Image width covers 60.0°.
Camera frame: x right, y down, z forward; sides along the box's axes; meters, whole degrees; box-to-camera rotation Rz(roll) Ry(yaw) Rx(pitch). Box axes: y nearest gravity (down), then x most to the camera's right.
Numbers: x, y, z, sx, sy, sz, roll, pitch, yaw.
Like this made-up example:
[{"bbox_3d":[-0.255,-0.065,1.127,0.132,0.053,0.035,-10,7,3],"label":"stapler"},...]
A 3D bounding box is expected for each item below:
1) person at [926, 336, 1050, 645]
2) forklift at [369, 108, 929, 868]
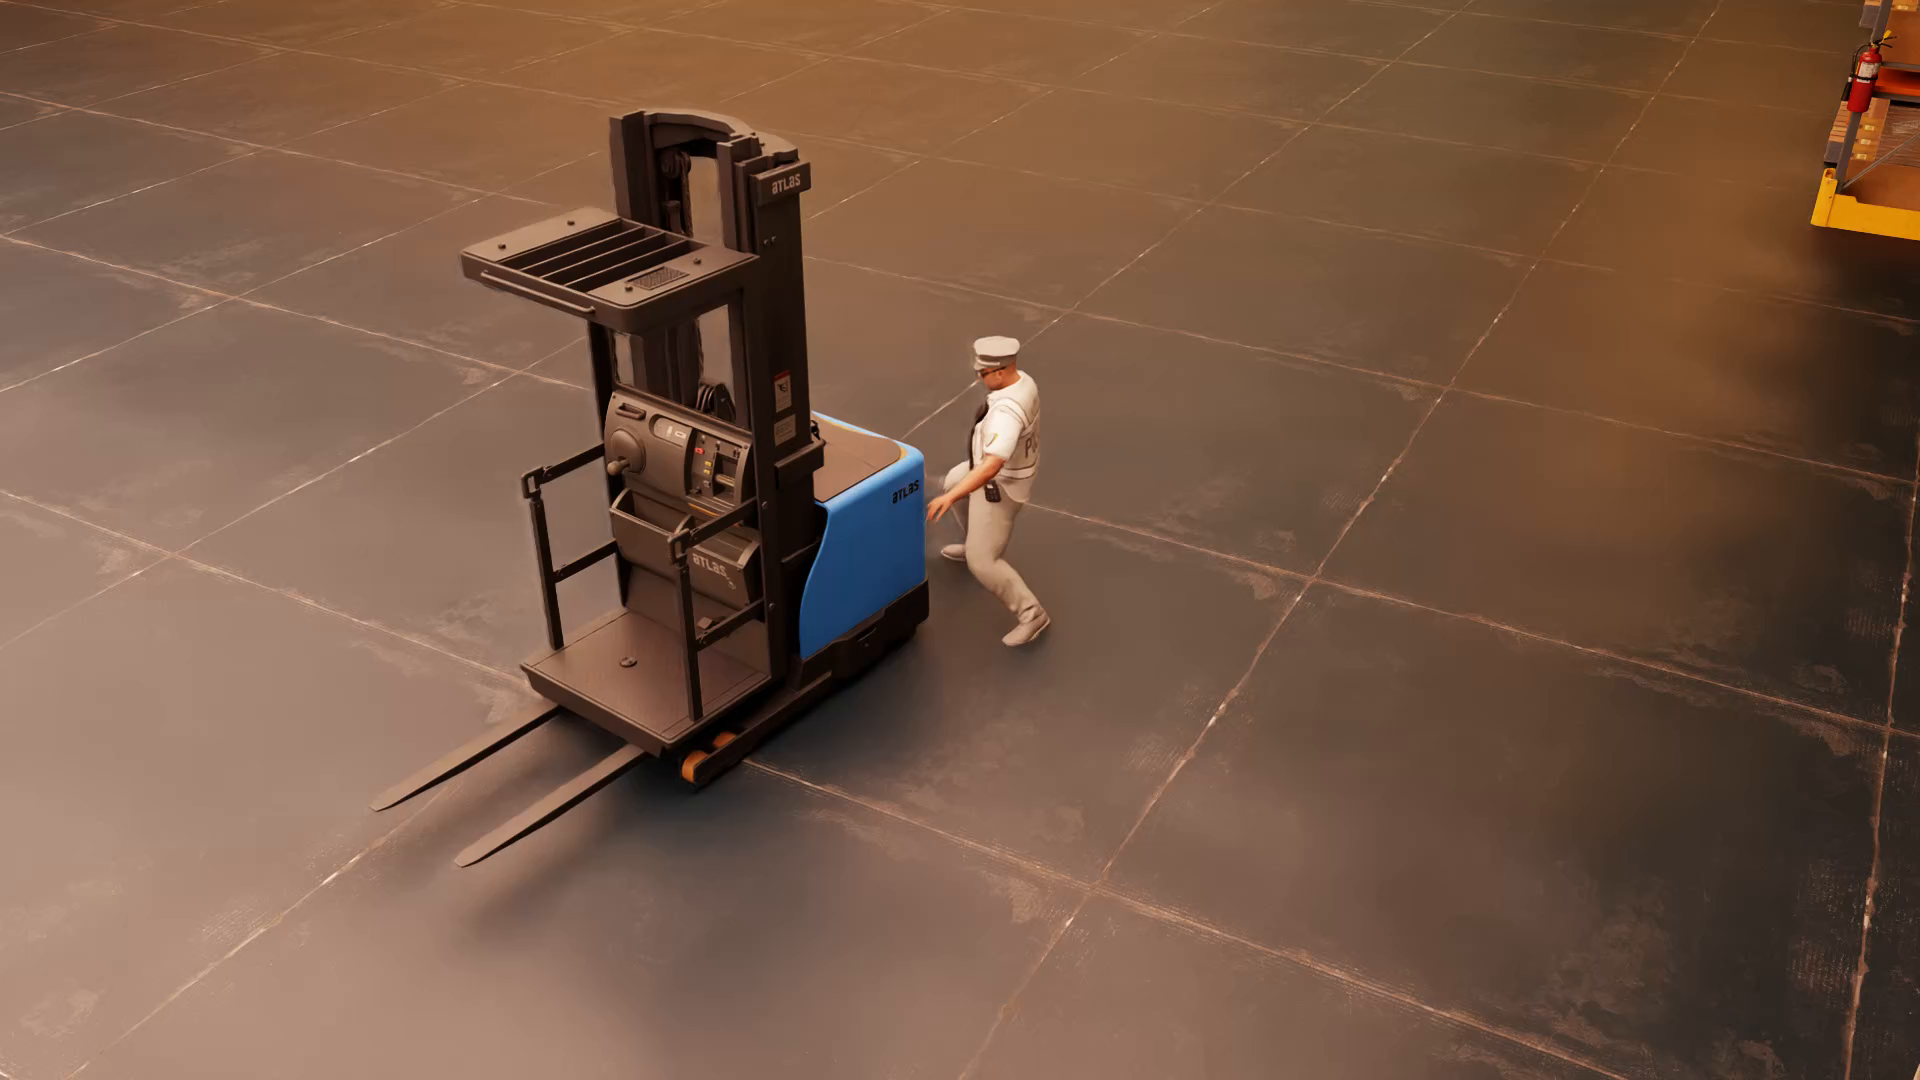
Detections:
[{"bbox_3d":[0.181,-0.325,9.004,0.727,1.628,0.971,6,30,10],"label":"person"},{"bbox_3d":[-1.470,-0.374,7.718,1.130,2.935,3.031,21,36,32],"label":"forklift"}]
